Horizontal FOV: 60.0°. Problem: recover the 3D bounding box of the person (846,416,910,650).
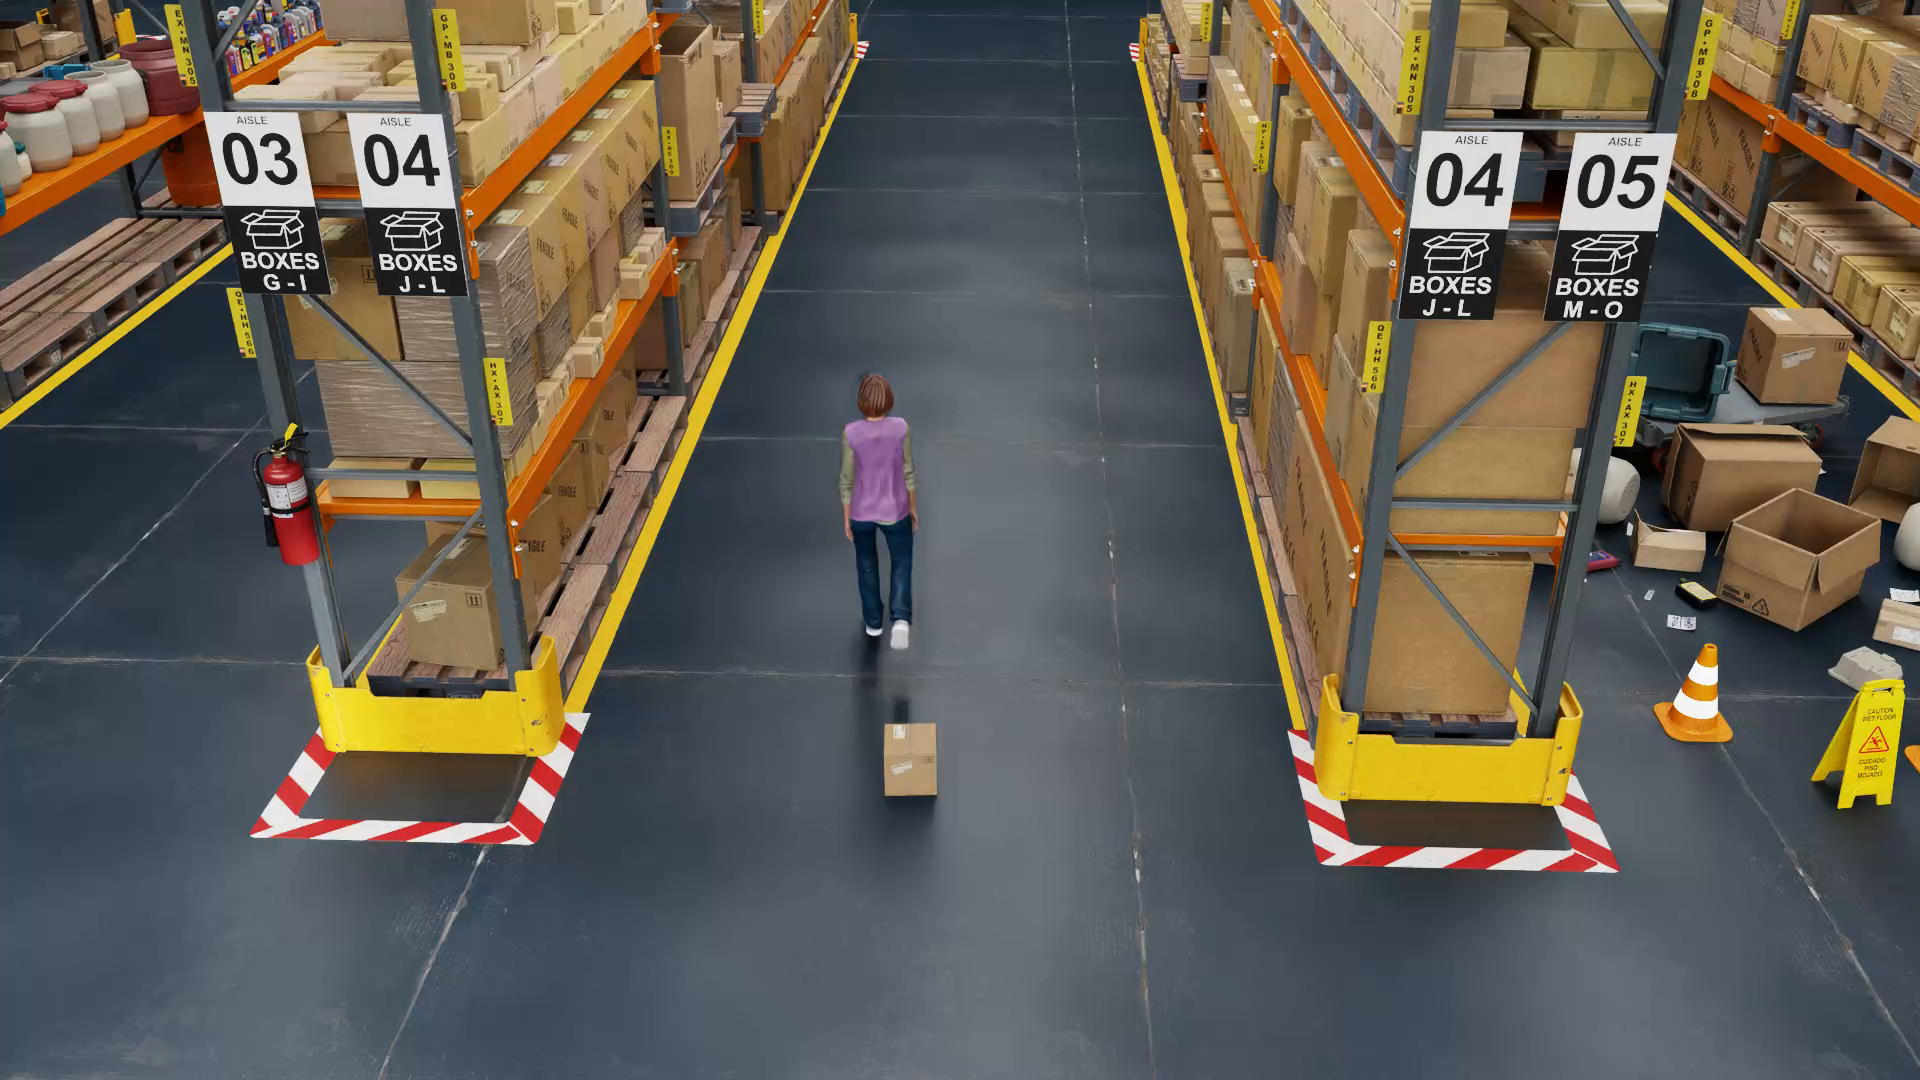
[{"bbox_3d":[-0.434,-0.023,8.873,0.351,1.352,0.678,-3,28,-5],"label":"person"}]
